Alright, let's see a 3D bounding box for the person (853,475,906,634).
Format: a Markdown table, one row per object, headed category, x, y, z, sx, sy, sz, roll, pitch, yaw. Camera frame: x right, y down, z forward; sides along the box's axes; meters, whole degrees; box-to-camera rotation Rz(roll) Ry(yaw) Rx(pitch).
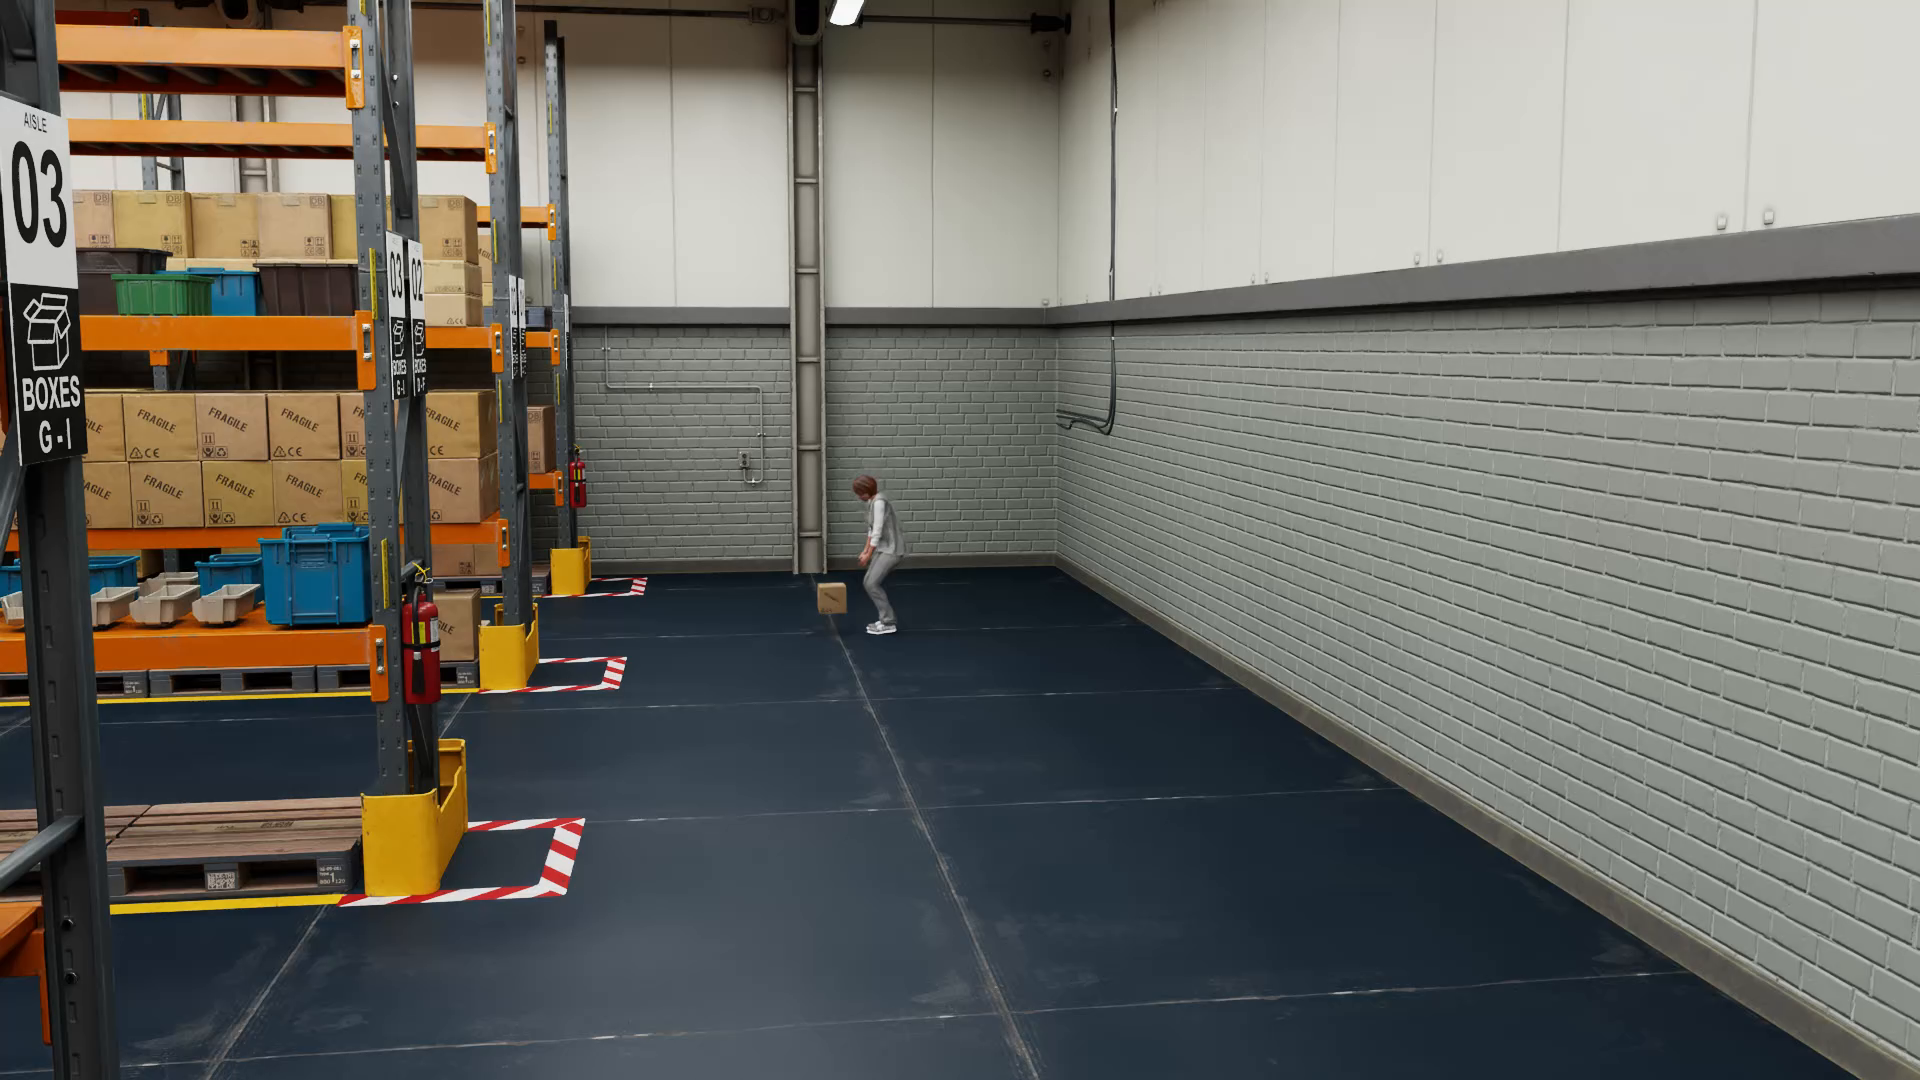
| category | x | y | z | sx | sy | sz | roll | pitch | yaw |
| --- | --- | --- | --- | --- | --- | --- | --- | --- | --- |
| person | -0.744 | 0.132 | 15.444 | 0.497 | 1.482 | 0.447 | -1 | 7 | -8 |
